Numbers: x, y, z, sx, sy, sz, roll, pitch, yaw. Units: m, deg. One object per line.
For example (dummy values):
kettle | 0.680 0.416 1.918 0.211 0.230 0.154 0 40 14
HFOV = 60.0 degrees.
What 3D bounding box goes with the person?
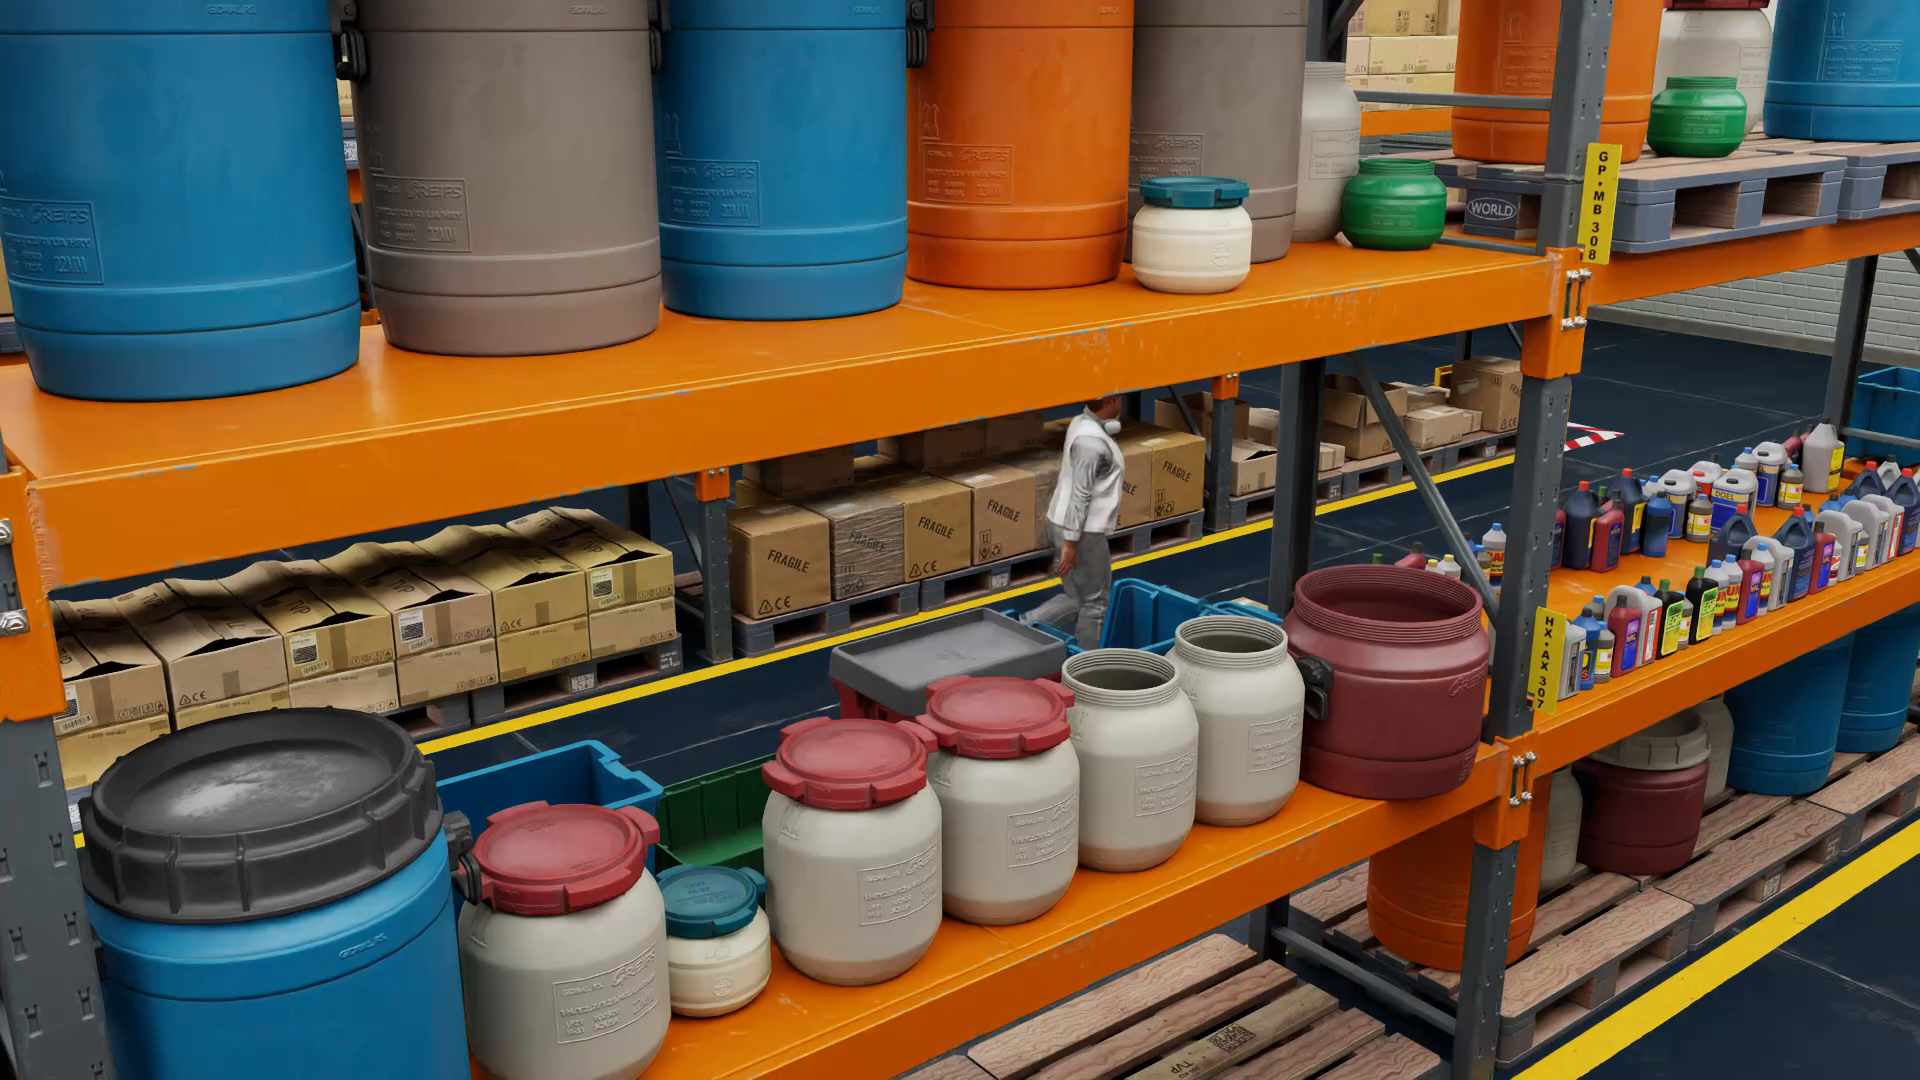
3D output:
person | 0.551 -0.063 8.727 0.747 1.747 0.584 -1 18 -3
